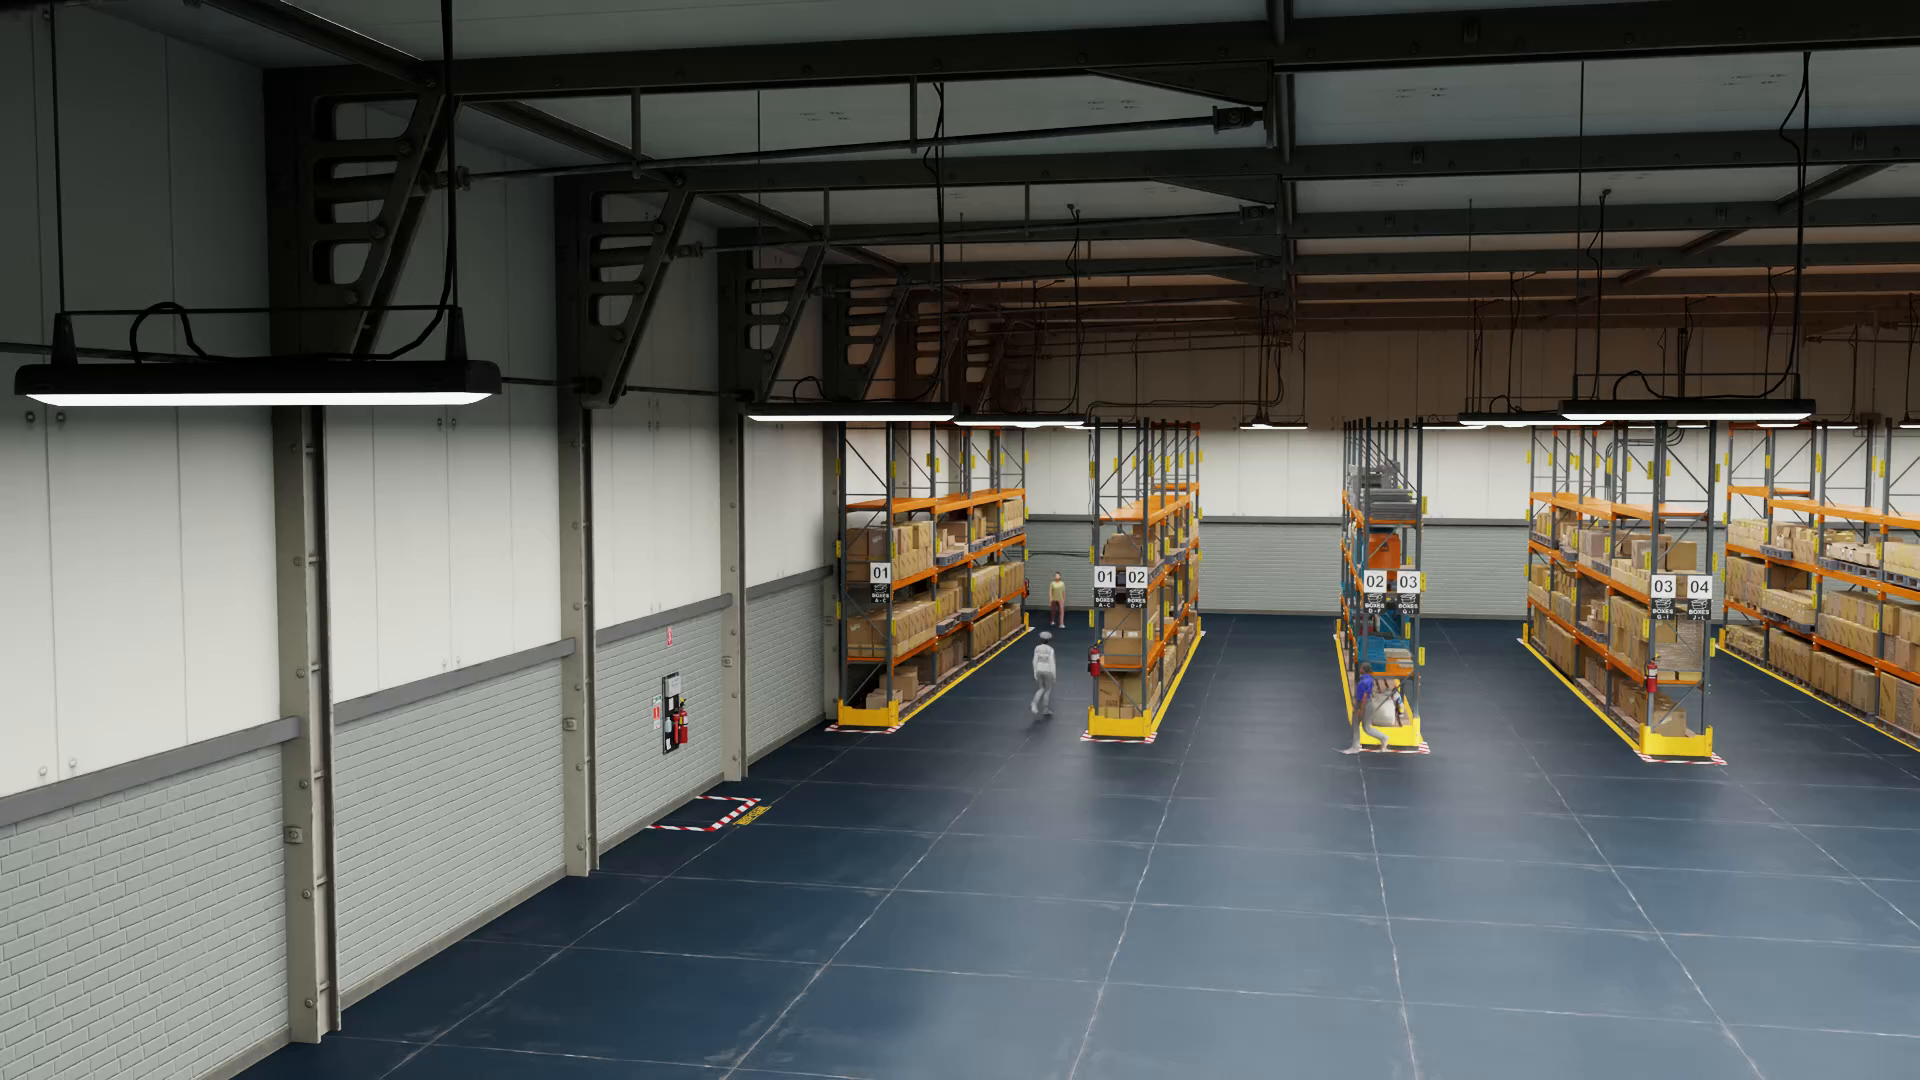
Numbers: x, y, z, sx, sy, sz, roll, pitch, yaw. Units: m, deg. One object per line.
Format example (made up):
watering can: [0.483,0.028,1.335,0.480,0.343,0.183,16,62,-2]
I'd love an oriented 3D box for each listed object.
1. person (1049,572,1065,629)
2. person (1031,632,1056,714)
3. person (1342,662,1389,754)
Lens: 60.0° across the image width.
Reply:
person: [2.853,1.757,48.667,0.515,1.626,0.989,-1,4,-11]
person: [1.689,2.691,33.547,0.485,1.681,0.496,4,5,45]
person: [7.193,2.982,29.526,0.736,1.641,0.409,-1,4,-18]
